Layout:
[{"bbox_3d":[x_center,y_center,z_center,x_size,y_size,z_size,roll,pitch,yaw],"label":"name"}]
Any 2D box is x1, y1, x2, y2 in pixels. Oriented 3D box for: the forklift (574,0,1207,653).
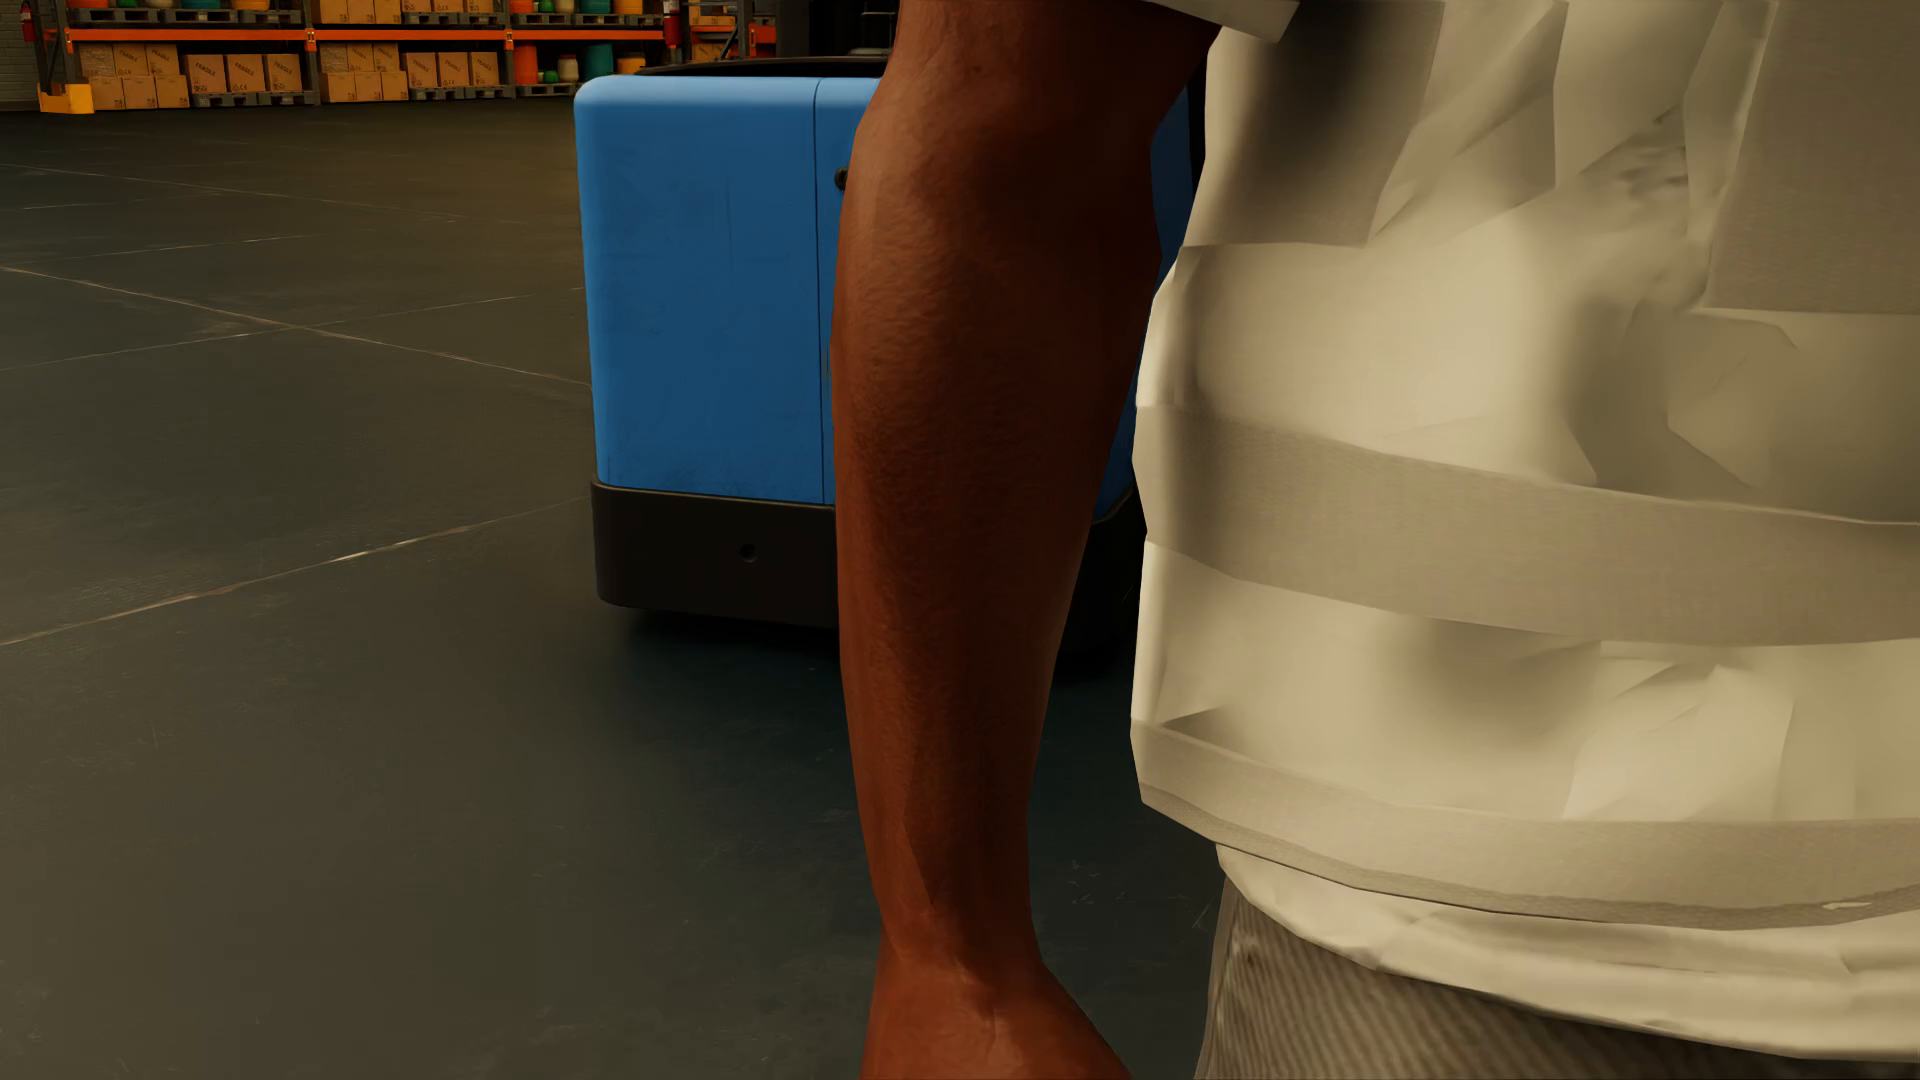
[{"bbox_3d":[0.197,-1.585,4.118,1.130,2.935,3.031,5,18,17],"label":"forklift"}]
